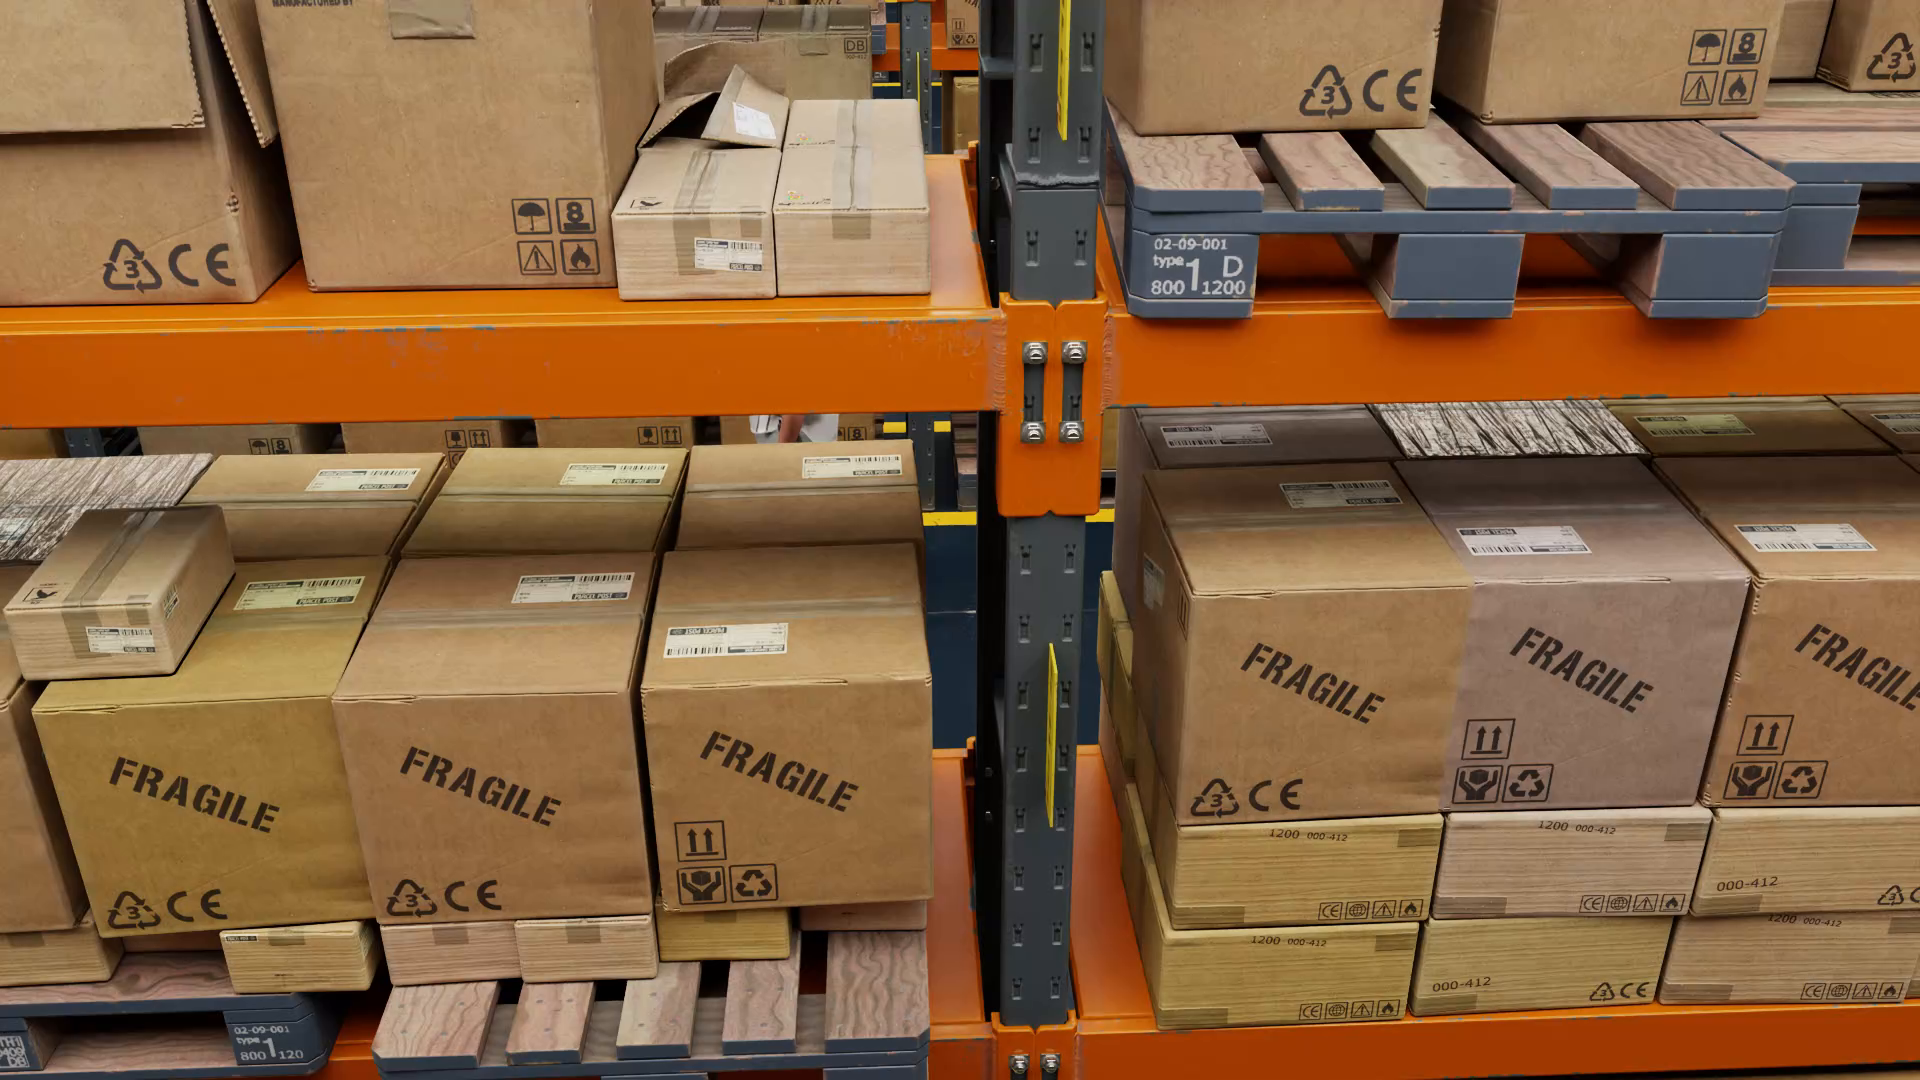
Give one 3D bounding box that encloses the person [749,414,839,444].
[{"bbox_3d":[-0.727,-0.460,6.999,0.437,1.747,0.604,-3,28,-6],"label":"person"}]
